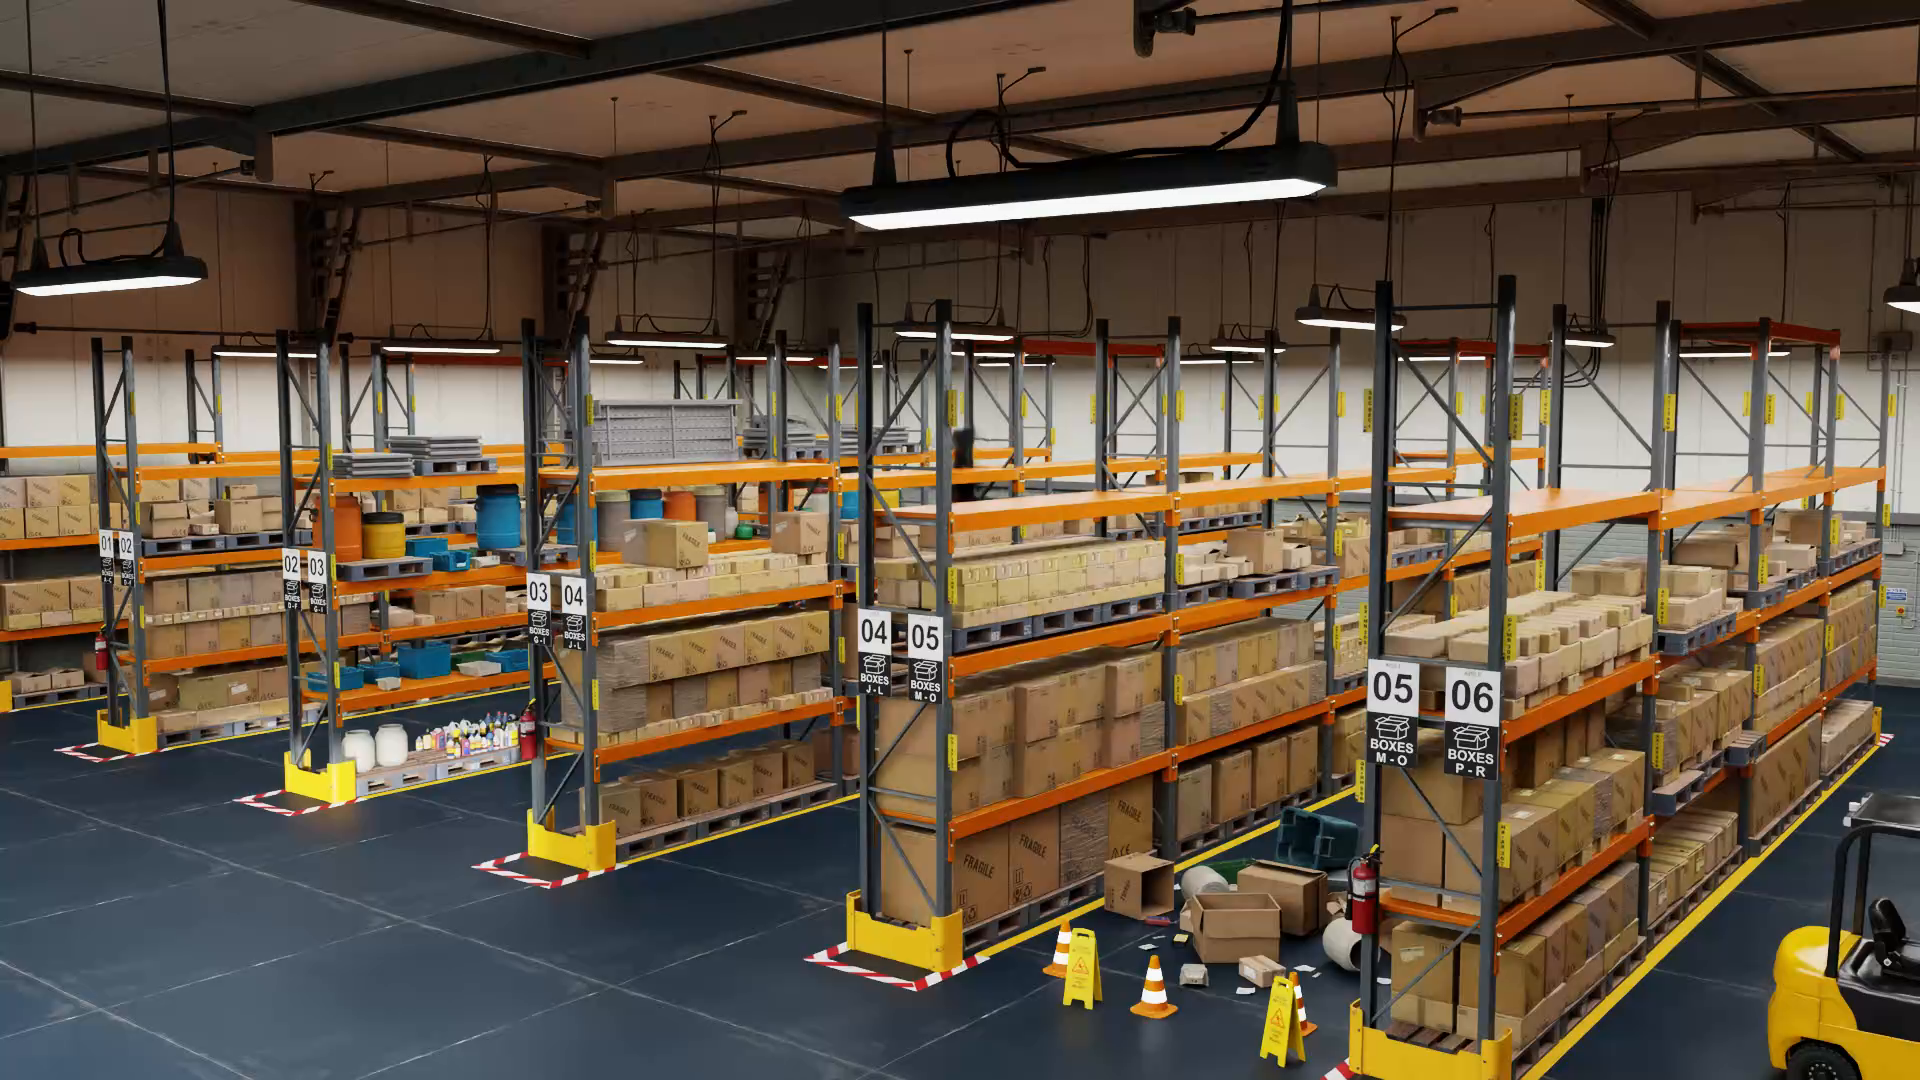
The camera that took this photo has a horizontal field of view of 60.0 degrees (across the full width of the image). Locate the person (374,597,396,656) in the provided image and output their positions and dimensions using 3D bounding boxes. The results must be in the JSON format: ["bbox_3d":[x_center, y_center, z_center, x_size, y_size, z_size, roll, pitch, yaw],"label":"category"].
[{"bbox_3d":[-10.330,1.747,30.183,0.563,1.603,0.781,2,5,24],"label":"person"}]

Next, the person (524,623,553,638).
[{"bbox_3d":[-8.514,1.436,33.636,0.495,1.670,0.789,2,6,27],"label":"person"}]
